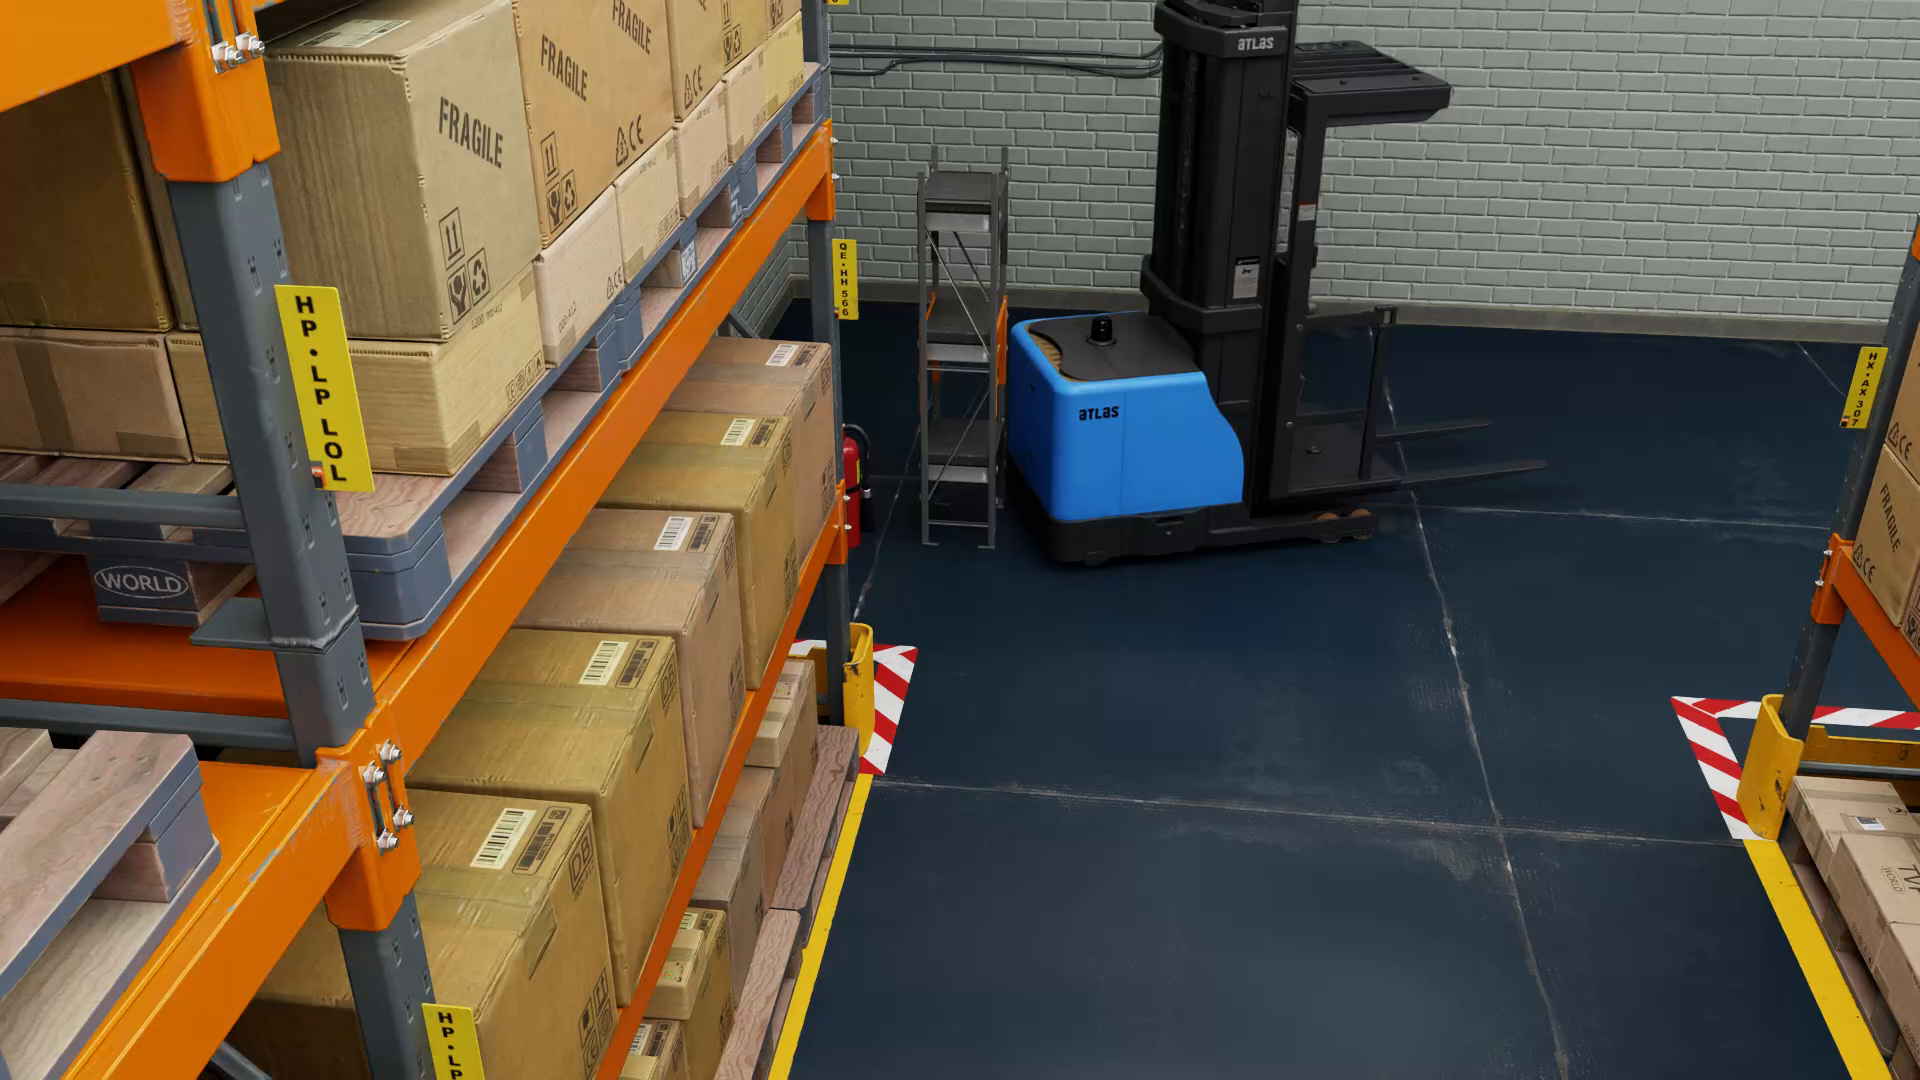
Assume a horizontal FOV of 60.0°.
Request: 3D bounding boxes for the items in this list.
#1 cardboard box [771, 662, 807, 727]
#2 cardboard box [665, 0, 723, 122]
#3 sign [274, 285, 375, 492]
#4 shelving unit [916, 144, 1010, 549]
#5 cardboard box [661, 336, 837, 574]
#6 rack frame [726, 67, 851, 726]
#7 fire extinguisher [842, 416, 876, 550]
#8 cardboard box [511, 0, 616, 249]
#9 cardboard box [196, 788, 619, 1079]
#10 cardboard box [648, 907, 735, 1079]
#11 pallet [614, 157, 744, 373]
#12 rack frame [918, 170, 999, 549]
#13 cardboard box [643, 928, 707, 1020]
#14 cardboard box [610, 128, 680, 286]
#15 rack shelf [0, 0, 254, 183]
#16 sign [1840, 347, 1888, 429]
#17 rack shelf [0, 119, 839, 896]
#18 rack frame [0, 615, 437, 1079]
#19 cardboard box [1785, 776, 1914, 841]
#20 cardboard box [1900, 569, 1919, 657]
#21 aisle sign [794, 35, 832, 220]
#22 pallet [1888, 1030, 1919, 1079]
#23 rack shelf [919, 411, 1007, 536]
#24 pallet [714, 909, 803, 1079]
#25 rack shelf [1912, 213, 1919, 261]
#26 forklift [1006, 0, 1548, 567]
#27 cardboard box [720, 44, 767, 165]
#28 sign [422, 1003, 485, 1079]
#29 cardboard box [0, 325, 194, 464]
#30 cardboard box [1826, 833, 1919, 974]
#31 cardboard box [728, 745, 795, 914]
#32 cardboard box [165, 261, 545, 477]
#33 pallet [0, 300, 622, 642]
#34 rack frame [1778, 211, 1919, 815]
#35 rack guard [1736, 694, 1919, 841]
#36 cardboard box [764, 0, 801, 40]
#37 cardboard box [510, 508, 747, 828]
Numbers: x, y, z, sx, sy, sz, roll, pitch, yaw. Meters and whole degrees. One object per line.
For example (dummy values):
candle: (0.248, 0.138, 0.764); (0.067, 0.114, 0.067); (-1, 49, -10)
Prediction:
cardboard box: (-0.810, 0.594, 6.494); (0.380, 0.149, 0.250); (3, 28, 6)
cardboard box: (-0.935, -1.414, 4.370); (0.500, 0.500, 0.500); (2, 28, 4)
sign: (-0.939, -0.219, 2.455); (0.100, 0.325, 0.005); (3, 28, 6)
shelving unit: (0.020, -1.002, 8.897); (0.431, 2.100, 0.503); (3, 28, 6)
cardboard box: (-1.041, -0.334, 6.391); (0.980, 0.700, 0.700); (5, 29, 9)
rack frame: (-0.989, -0.442, 6.908); (1.000, 3.000, 0.127); (3, 28, 6)
fire extinguisher: (-0.512, -0.288, 7.097); (0.296, 0.674, 0.183); (3, 28, 6)
cardboard box: (-1.056, -0.935, 3.479); (0.500, 0.500, 0.500); (3, 28, 5)
cardboard box: (-1.396, 1.054, 3.814); (0.980, 0.700, 0.700); (4, 29, 7)
cardboard box: (-1.156, 1.532, 5.436); (0.700, 0.500, 0.500); (4, 29, 7)
pallet: (-1.216, -0.798, 4.500); (1.003, 0.211, 1.213); (3, 28, 6)
rack frame: (-0.010, -0.887, 8.683); (0.400, 2.100, 0.015); (3, 28, 6)
cardboard box: (-0.999, 1.328, 5.131); (0.380, 0.149, 0.250); (3, 28, 5)
cardboard box: (-1.001, -0.834, 4.082); (0.500, 0.250, 0.500); (3, 28, 5)
rack shelf: (-1.724, 0.234, 0.509); (1.077, 0.370, 4.000); (3, 28, 6)
sign: (3.389, -0.569, 6.230); (0.100, 0.325, 0.005); (3, 28, 6)
rack shelf: (-1.234, -0.505, 4.620); (1.077, 0.370, 4.000); (3, 28, 6)
rack frame: (-1.479, 1.441, 3.413); (1.000, 3.000, 0.127); (3, 28, 6)
cardboard box: (3.536, 1.082, 6.620); (0.380, 0.149, 0.250); (3, 28, 6)
cardboard box: (3.554, 0.236, 5.543); (0.500, 0.500, 0.500); (3, 28, 6)
aisle sign: (-0.682, -1.603, 6.322); (0.394, 0.787, 0.004); (3, 28, 6)
pallet: (3.670, 2.055, 5.213); (1.003, 0.211, 1.213); (3, 28, 6)
rack shelf: (0.020, -0.374, 9.235); (0.431, 0.518, 0.480); (3, 28, 6)
pallet: (-1.161, 1.739, 5.800); (1.003, 0.211, 1.213); (3, 28, 6)
rack shelf: (3.683, -0.219, 4.089); (1.077, 0.370, 4.000); (3, 28, 6)
forklift: (1.841, -1.508, 8.958); (3.031, 2.935, 1.130); (-7, 29, -12)
cardboard box: (-0.878, -1.321, 4.986); (0.500, 0.250, 0.500); (2, 28, 4)
sign: (-0.939, 0.993, 3.108); (0.100, 0.325, 0.005); (3, 28, 6)
cardboard box: (-1.628, -0.379, 3.237); (0.500, 0.250, 0.500); (4, 29, 7)
cardboard box: (3.519, 1.335, 6.044); (0.500, 0.250, 0.500); (3, 28, 6)
cardboard box: (-1.037, 1.044, 6.342); (0.700, 0.500, 0.500); (3, 28, 6)
cardboard box: (-1.133, -0.353, 3.190); (0.500, 0.250, 0.500); (3, 28, 6)
pallet: (-1.368, -0.225, 3.437); (1.003, 0.211, 1.213); (3, 28, 6)
rack frame: (3.928, -0.156, 6.377); (1.000, 3.000, 0.127); (3, 28, 6)
rack guard: (3.919, 0.980, 6.904); (1.175, 0.500, 0.348); (3, 28, 6)
cardboard box: (-0.808, -1.895, 5.262); (0.500, 0.500, 0.500); (3, 28, 6)
cardboard box: (-1.222, 0.368, 5.088); (0.980, 0.700, 0.700); (2, 28, 4)
